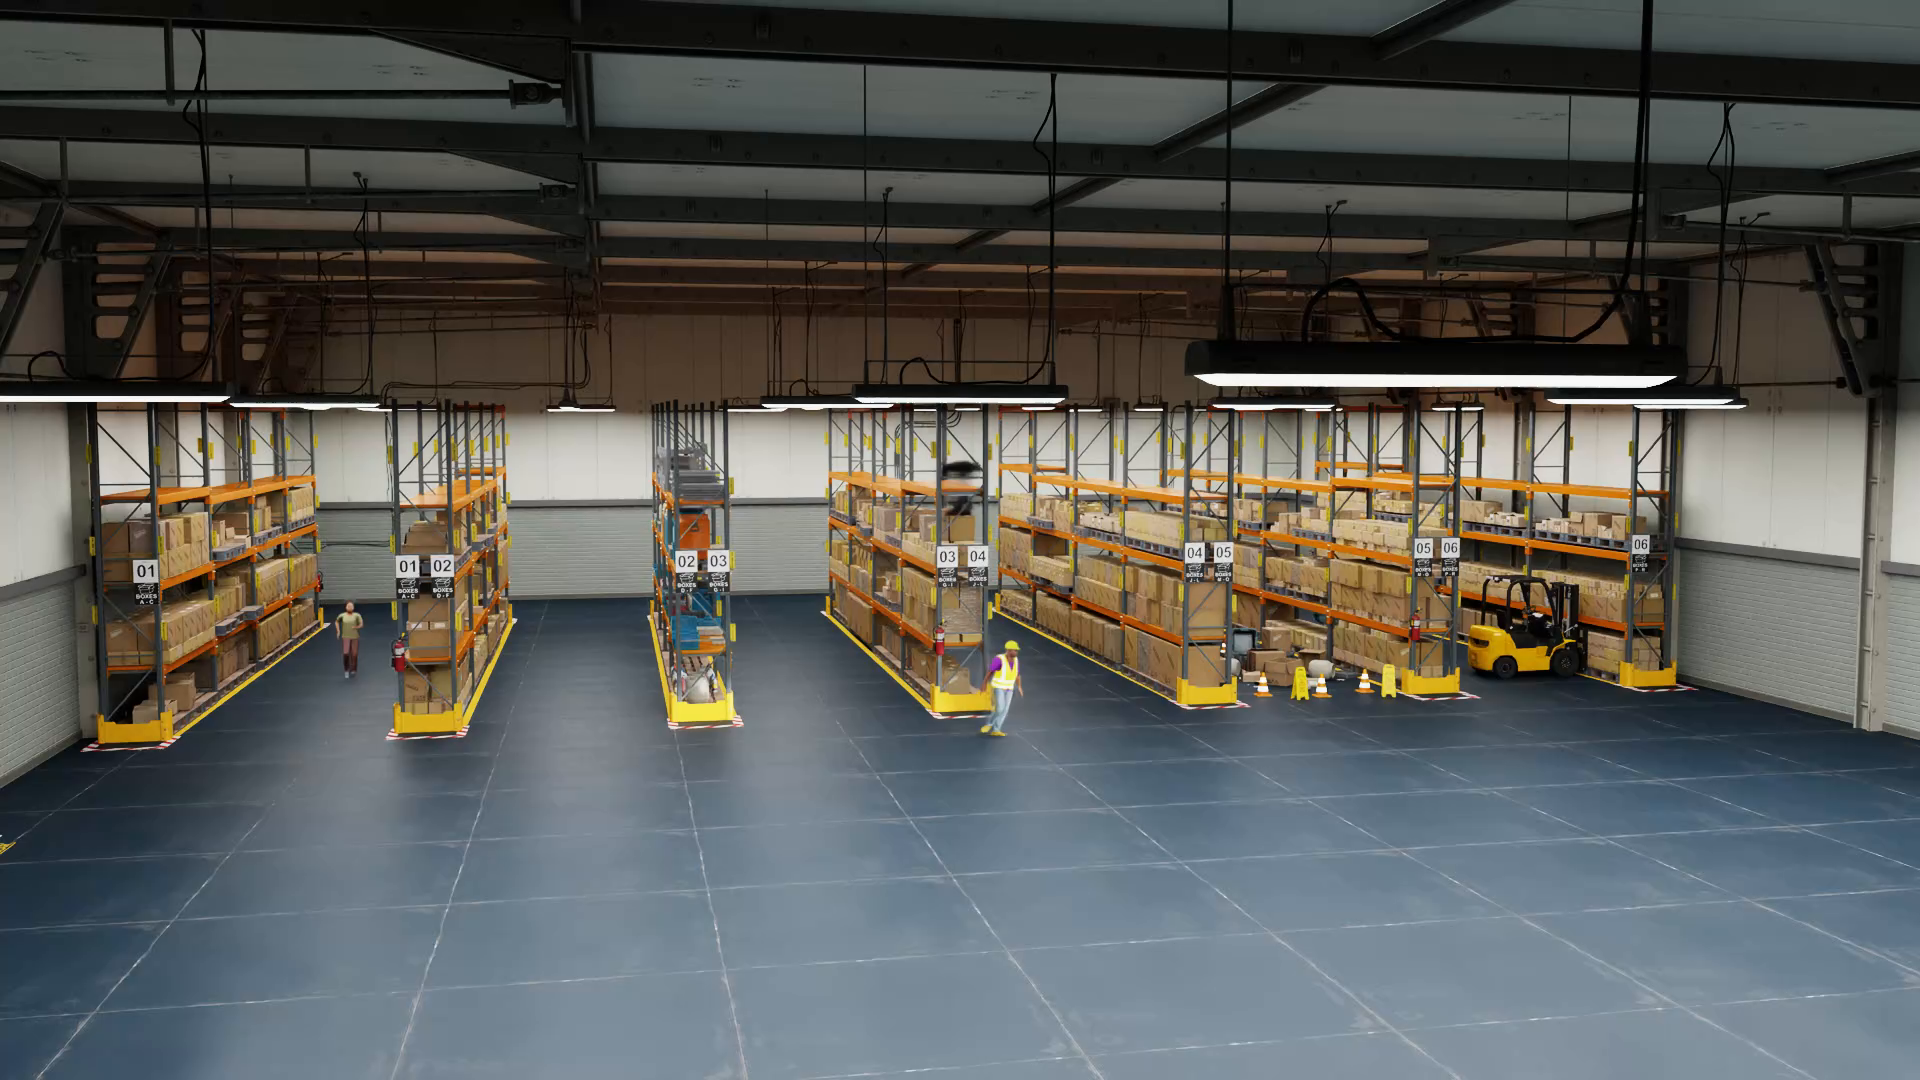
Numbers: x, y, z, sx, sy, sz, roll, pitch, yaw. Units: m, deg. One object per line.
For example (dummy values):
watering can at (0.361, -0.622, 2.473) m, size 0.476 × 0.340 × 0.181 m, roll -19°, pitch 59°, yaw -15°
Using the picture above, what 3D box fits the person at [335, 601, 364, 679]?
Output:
person at (-13.259, 2.166, 36.141) m, size 0.568 × 1.689 × 0.688 m, roll -2°, pitch 5°, yaw -22°

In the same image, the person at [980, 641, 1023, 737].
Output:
person at (0.758, 2.639, 29.532) m, size 0.715 × 1.727 × 0.606 m, roll -3°, pitch 6°, yaw -39°

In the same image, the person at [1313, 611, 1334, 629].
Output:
person at (9.593, 1.638, 44.018) m, size 0.529 × 1.545 × 0.899 m, roll -2°, pitch 5°, yaw -25°
